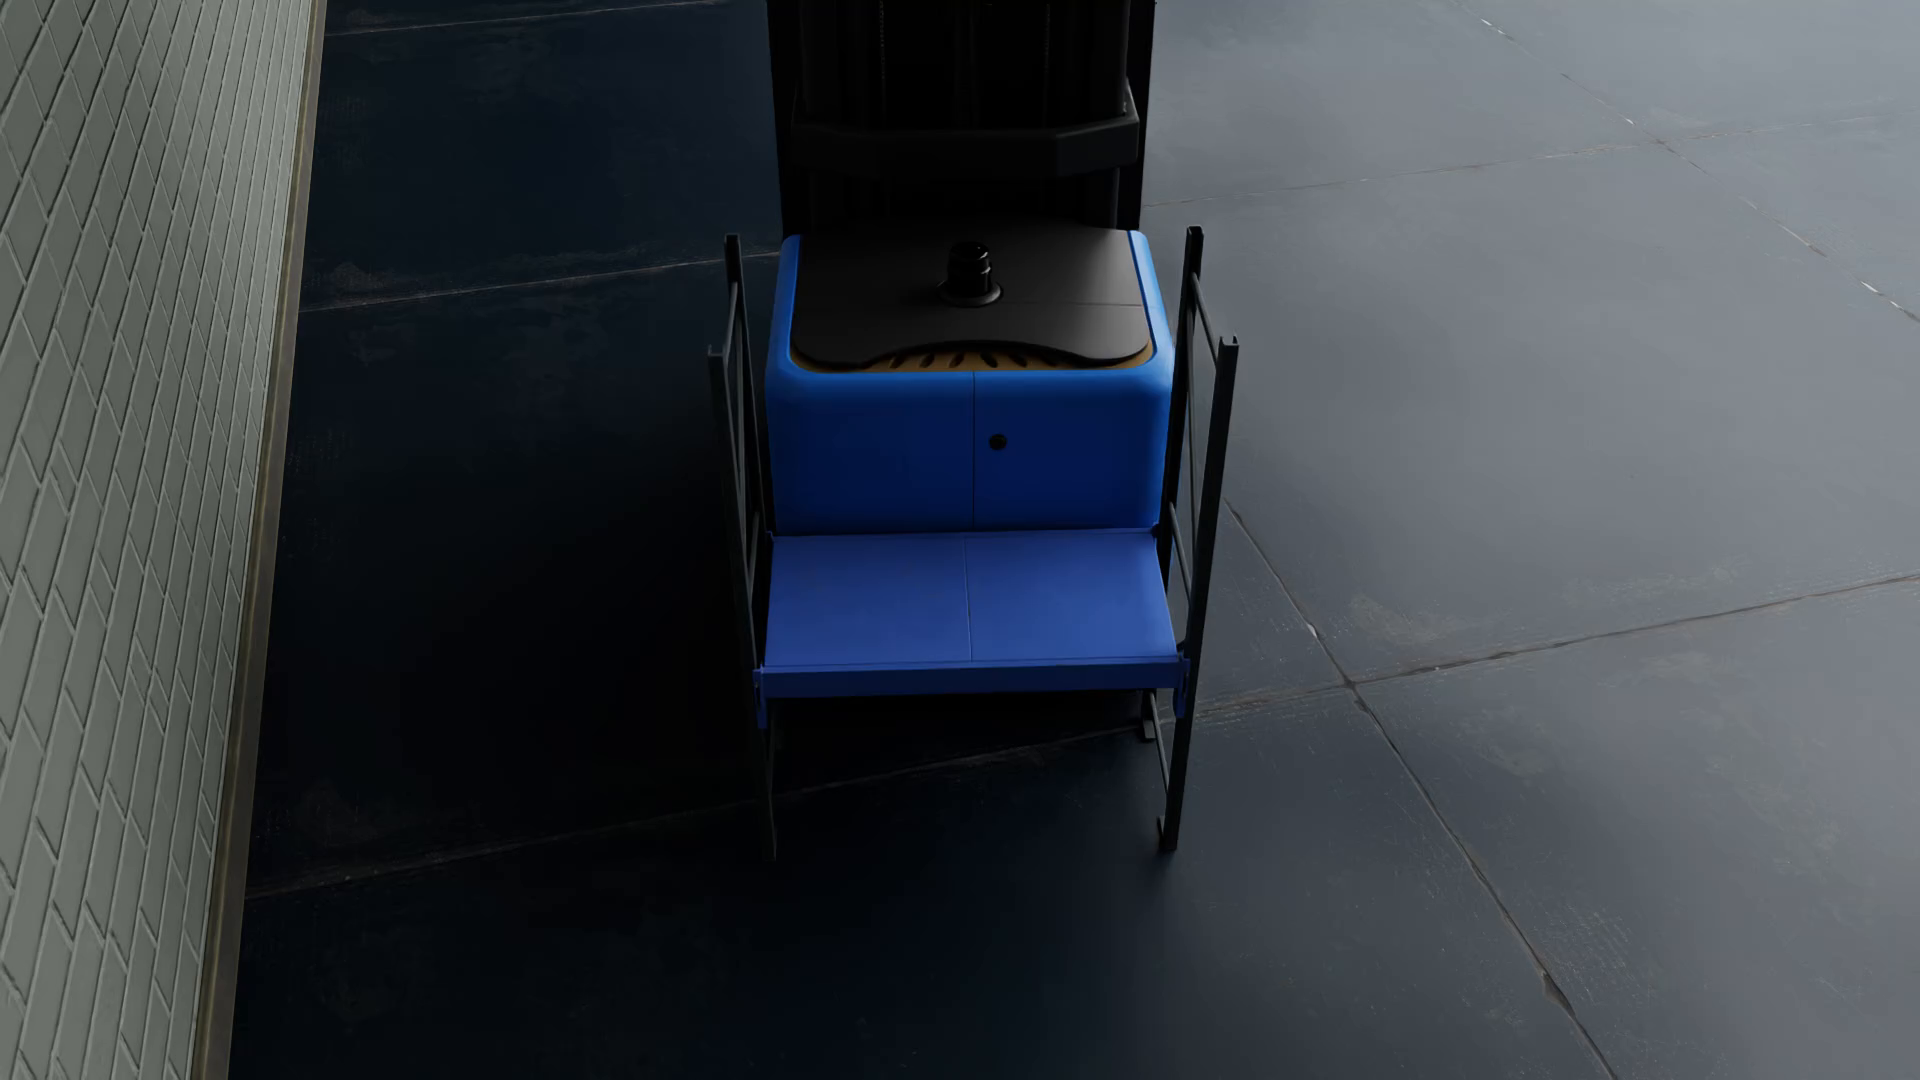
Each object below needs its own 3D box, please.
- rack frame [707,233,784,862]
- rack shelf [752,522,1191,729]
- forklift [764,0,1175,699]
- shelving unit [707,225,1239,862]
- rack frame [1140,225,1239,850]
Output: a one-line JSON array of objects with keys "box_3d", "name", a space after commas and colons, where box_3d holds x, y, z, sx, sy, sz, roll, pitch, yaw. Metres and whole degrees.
[{"box_3d": [-0.490, 0.070, 3.915, 0.032, 1.500, 0.500, -1, 39, -2], "name": "rack frame"}, {"box_3d": [0.018, 0.198, 4.043, 1.000, 0.185, 0.538, -1, 39, -2], "name": "rack shelf"}, {"box_3d": [-0.004, -1.598, 4.926, 1.130, 2.935, 3.031, -1, 37, -1], "name": "forklift"}, {"box_3d": [0.018, 0.058, 3.930, 1.048, 1.500, 0.538, -1, 39, -2], "name": "shelving unit"}, {"box_3d": [0.526, 0.046, 3.946, 0.032, 1.500, 0.500, -1, 39, -2], "name": "rack frame"}]
